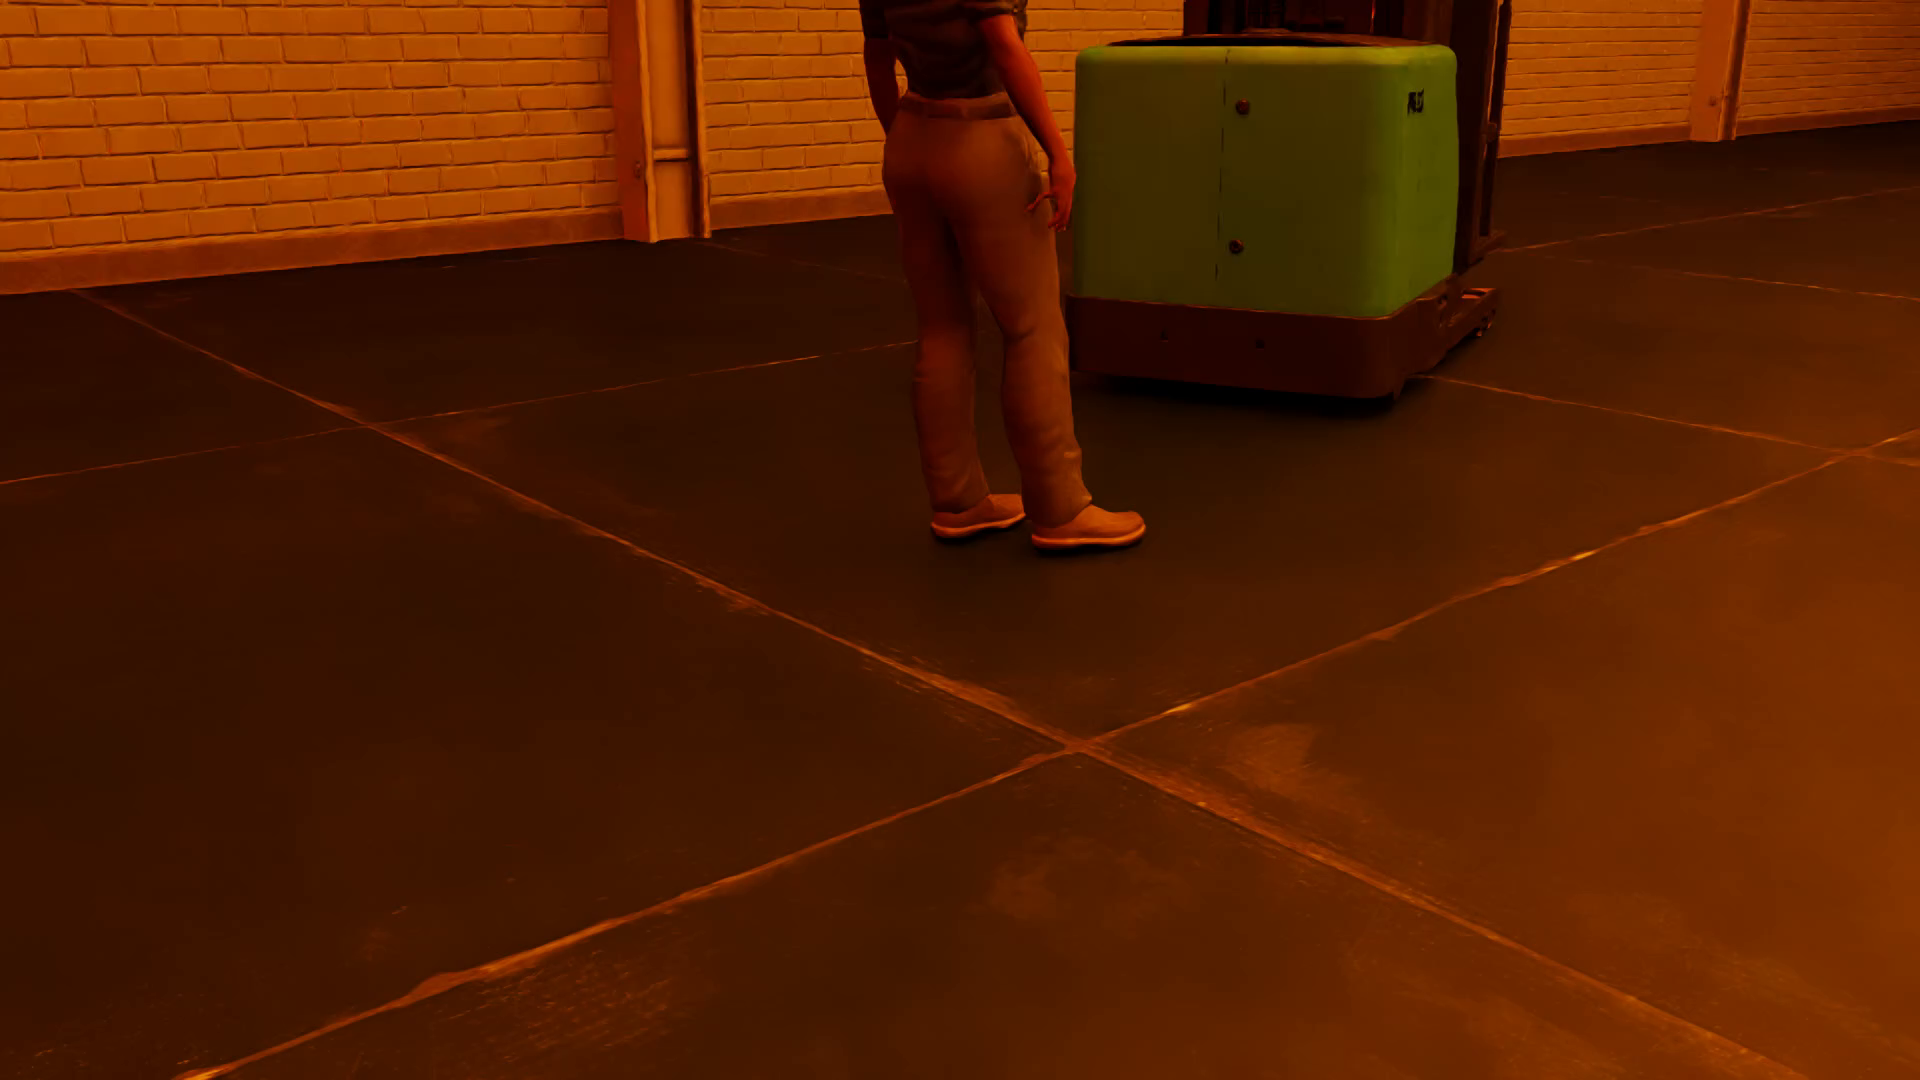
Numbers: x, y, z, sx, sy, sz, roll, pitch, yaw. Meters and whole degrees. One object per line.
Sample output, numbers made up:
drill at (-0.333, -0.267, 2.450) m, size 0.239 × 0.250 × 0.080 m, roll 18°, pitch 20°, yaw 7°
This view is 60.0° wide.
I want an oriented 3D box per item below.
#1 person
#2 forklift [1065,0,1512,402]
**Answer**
person at (0.079, -0.808, 3.639) m, size 0.504 × 1.654 × 0.570 m, roll -14°, pitch 22°, yaw -38°
forklift at (1.448, -2.214, 6.017) m, size 1.130 × 2.935 × 3.031 m, roll 8°, pitch 19°, yaw 25°
